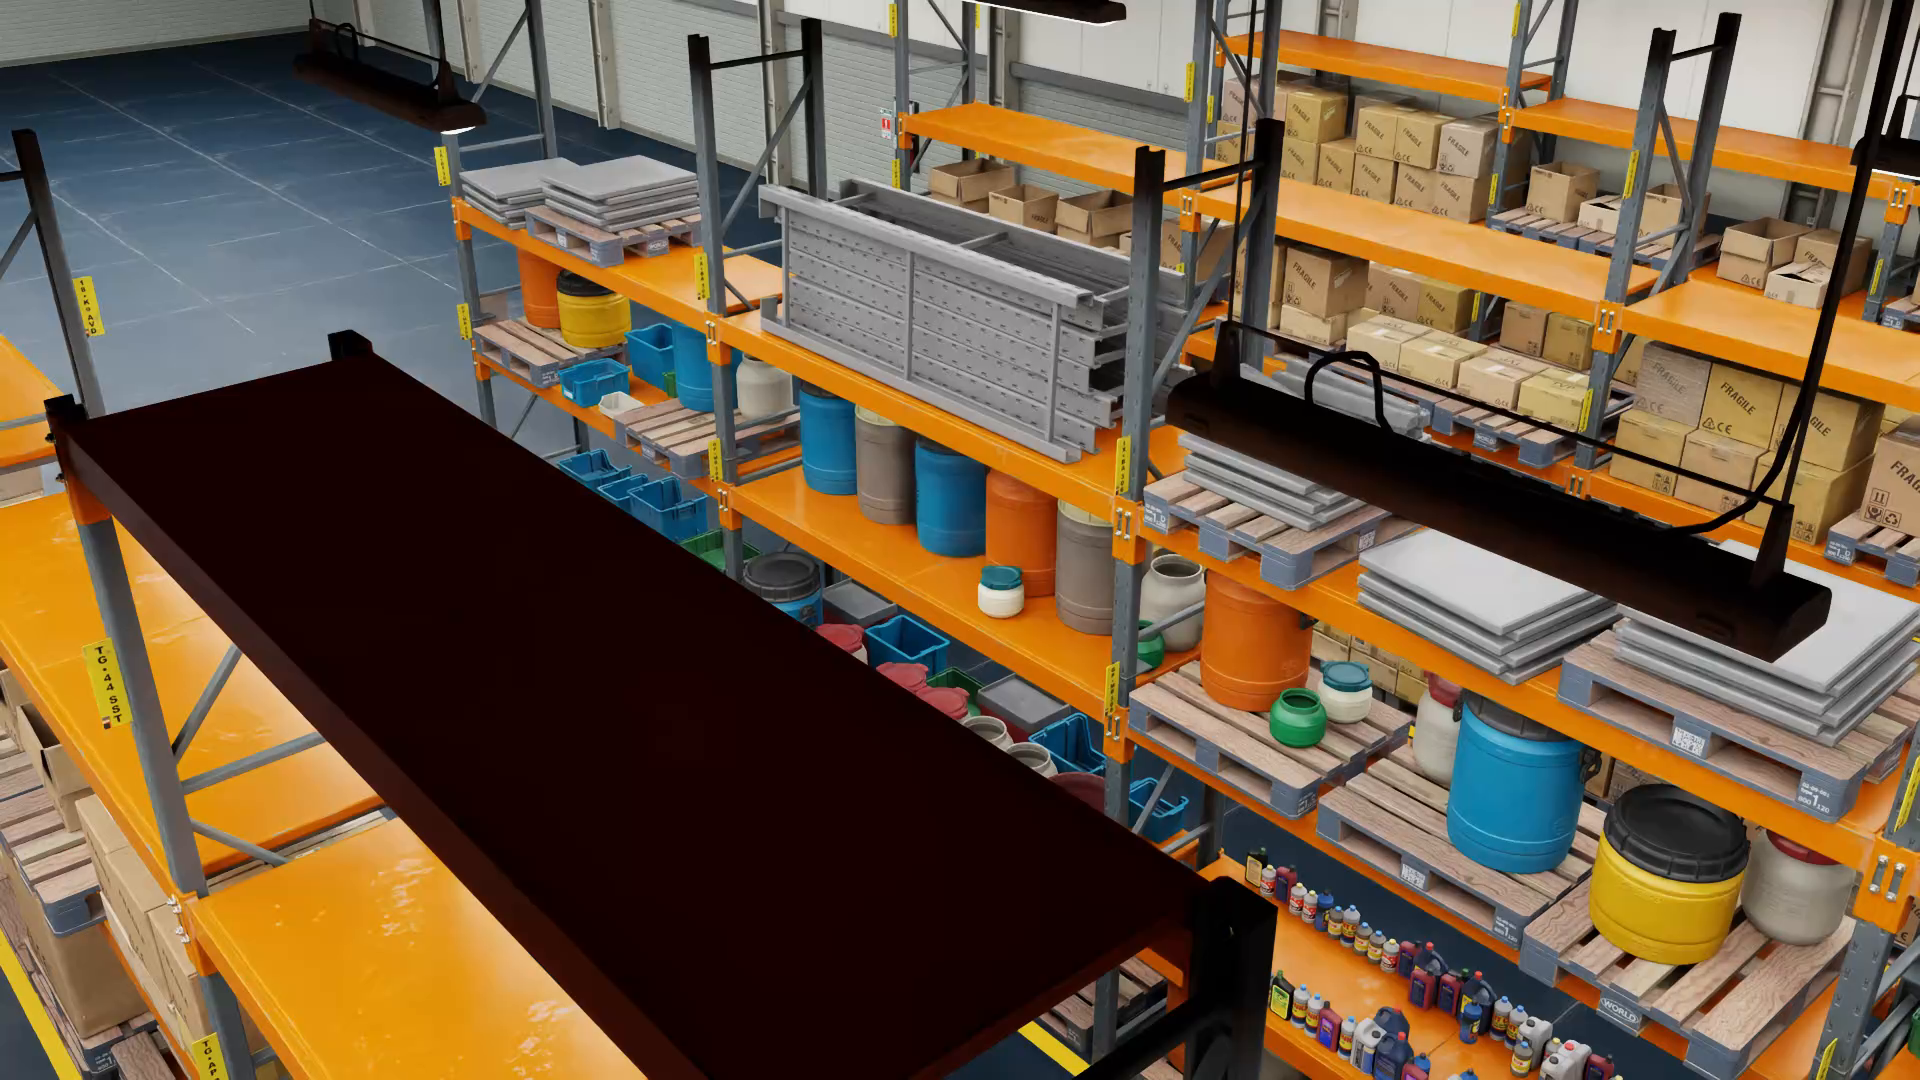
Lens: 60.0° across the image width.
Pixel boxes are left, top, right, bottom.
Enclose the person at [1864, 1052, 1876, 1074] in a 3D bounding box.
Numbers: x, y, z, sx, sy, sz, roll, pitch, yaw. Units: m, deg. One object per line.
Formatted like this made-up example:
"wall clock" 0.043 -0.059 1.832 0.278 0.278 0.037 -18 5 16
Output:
"person" 4.992 3.465 8.962 0.667 1.631 0.725 -14 30 -26
